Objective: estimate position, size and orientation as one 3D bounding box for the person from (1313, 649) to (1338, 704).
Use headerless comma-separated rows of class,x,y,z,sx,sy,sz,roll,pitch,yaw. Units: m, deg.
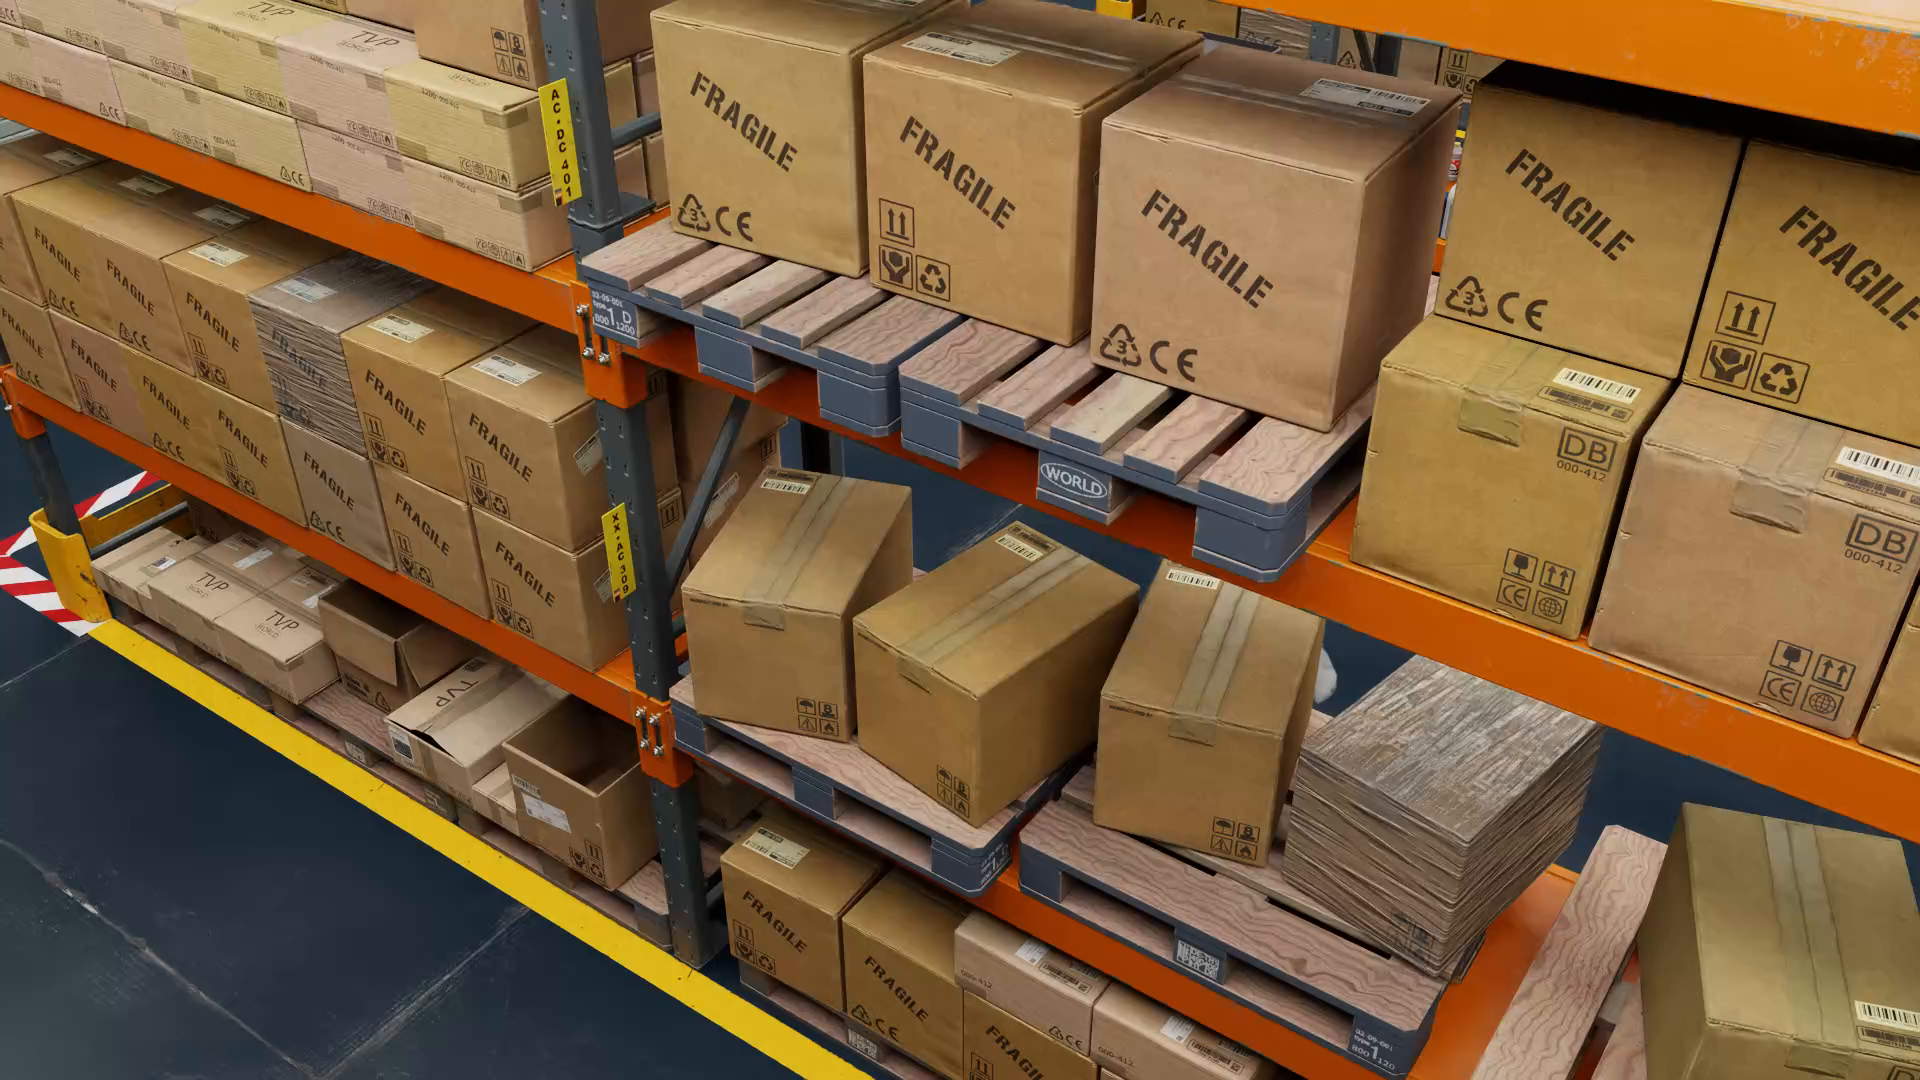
person,1.084,0.708,6.865,0.869,0.846,0.479,22,40,28
